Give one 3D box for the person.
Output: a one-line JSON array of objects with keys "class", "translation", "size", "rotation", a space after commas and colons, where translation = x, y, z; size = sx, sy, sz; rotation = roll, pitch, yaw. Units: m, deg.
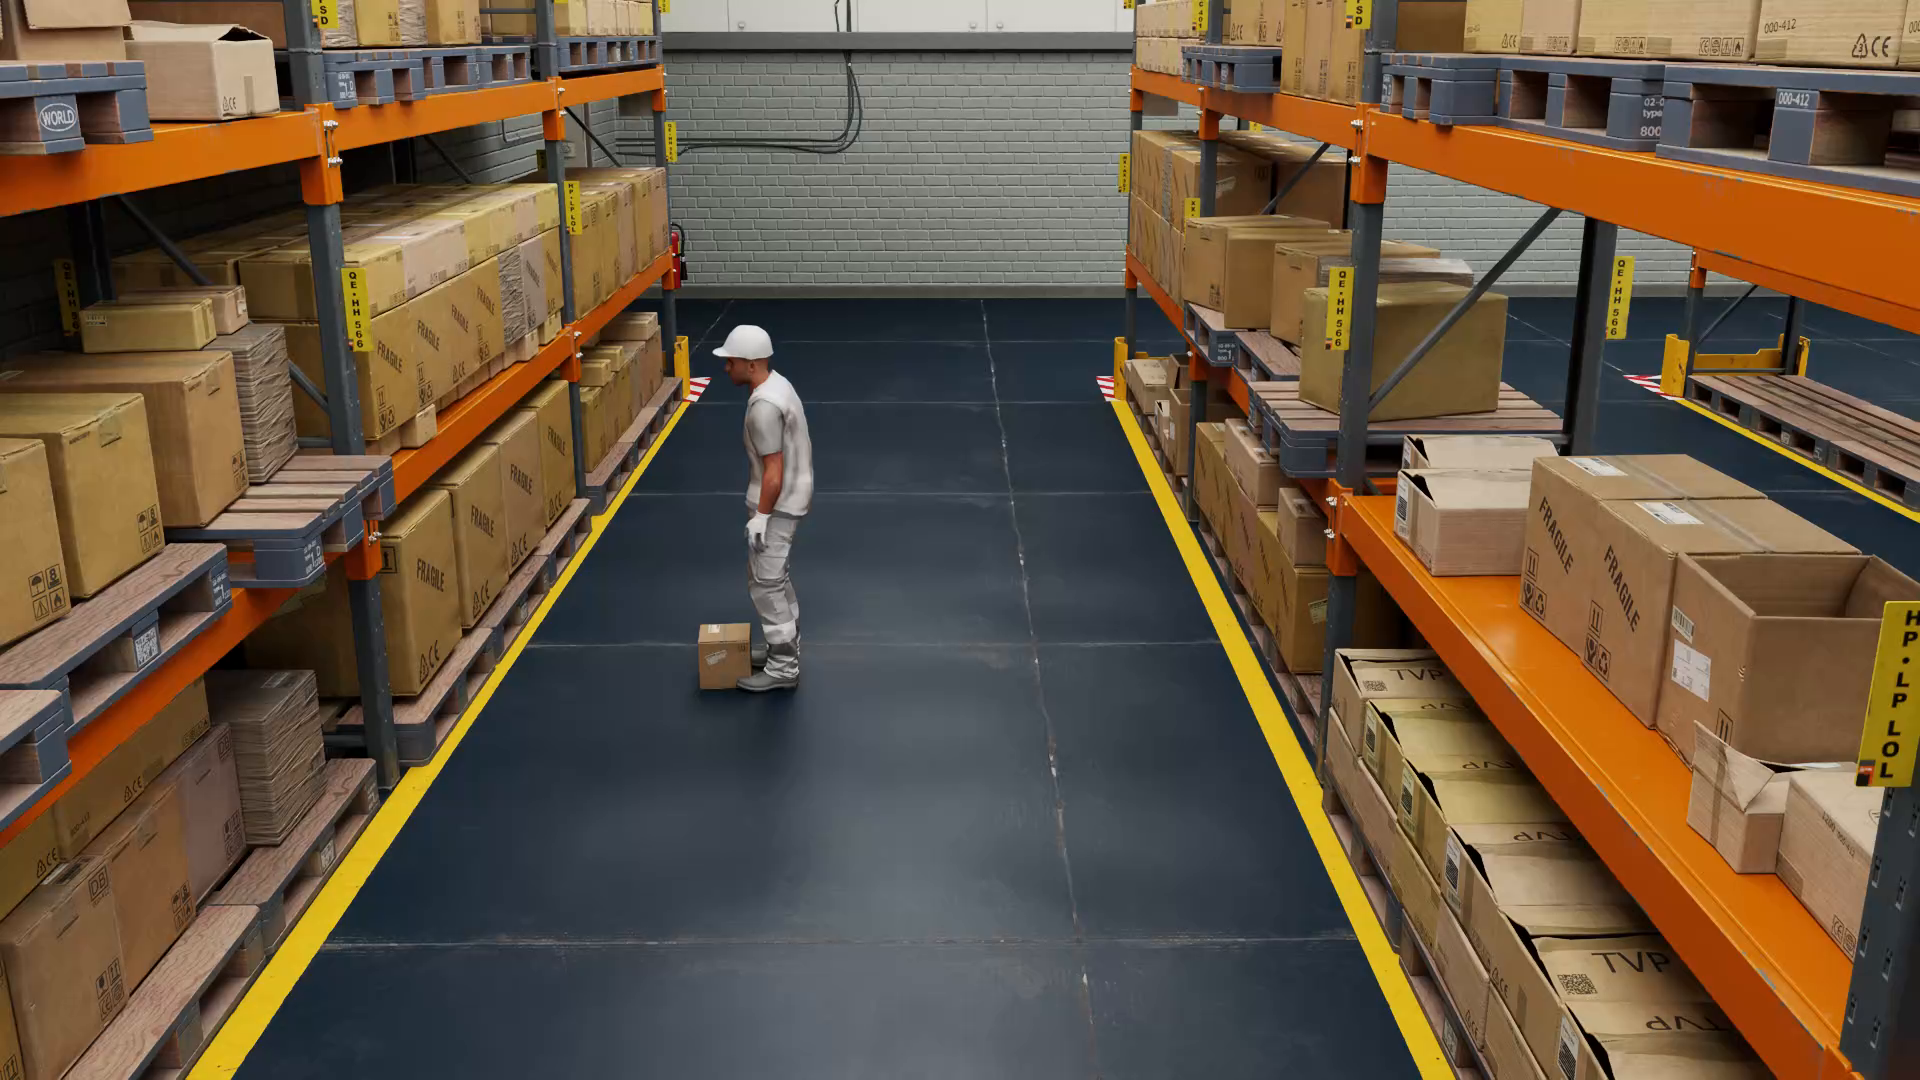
[{"class": "person", "translation": [-0.931, -0.157, 8.034], "size": [0.453, 1.778, 0.605], "rotation": [0, 17, -1]}]
